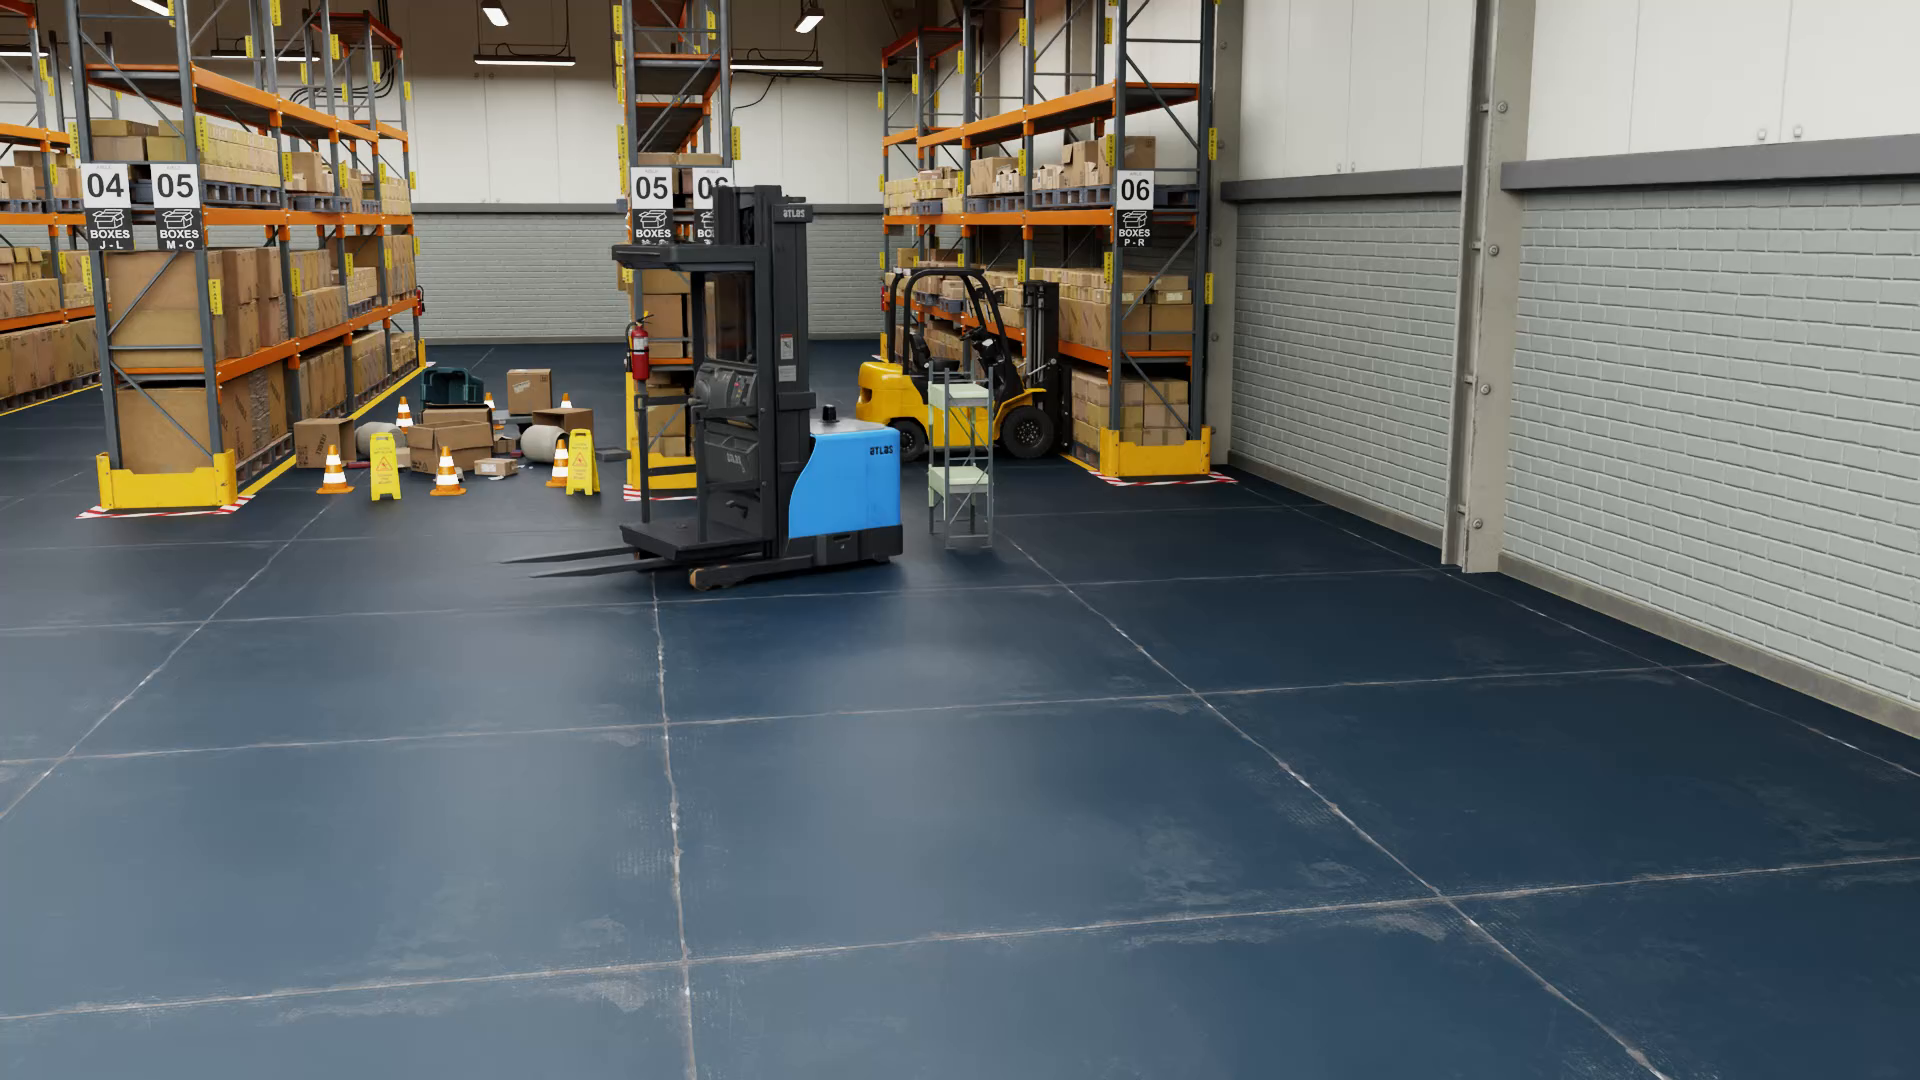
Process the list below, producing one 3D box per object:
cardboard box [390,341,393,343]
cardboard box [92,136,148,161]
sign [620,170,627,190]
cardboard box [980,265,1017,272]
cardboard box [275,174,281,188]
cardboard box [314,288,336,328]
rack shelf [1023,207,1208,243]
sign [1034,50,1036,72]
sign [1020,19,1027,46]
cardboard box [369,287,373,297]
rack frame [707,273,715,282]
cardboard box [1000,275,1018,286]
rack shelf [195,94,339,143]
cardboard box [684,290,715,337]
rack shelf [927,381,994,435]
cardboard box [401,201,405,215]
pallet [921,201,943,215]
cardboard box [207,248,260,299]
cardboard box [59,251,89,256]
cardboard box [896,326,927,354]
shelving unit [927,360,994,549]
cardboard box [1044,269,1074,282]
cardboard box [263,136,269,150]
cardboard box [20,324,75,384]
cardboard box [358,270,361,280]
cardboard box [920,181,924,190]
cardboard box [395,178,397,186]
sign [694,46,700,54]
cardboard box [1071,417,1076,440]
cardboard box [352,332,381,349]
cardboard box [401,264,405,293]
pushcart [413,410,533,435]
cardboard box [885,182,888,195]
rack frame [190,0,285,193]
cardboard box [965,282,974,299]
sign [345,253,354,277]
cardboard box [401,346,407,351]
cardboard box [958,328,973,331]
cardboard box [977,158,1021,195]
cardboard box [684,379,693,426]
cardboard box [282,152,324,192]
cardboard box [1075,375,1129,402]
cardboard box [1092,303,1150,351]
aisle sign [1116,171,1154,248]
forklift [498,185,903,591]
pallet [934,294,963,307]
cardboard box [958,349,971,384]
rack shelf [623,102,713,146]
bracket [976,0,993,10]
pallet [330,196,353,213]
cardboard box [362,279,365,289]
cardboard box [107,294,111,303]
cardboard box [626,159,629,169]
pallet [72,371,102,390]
[{"bbox_3d":[-9.964,-3.335,28.608,0.380,0.149,0.250,-2,11,-12],"label":"cardboard box"},{"bbox_3d":[-7.970,-3.702,15.819,0.500,0.250,0.500,-2,11,-10],"label":"cardboard box"},{"bbox_3d":[-4.867,-5.235,24.061,0.100,0.325,0.005,-2,11,-11],"label":"sign"},{"bbox_3d":[0.601,-4.024,25.925,0.500,0.500,0.500,-2,11,-8],"label":"cardboard box"},{"bbox_3d":[-7.994,-4.105,19.002,0.380,0.149,0.250,-2,11,-11],"label":"cardboard box"},{"bbox_3d":[-8.613,-3.082,22.098,0.500,0.500,0.500,-2,11,-12],"label":"cardboard box"},{"bbox_3d":[1.715,-3.688,19.453,1.077,0.370,4.000,-2,11,-11],"label":"rack shelf"},{"bbox_3d":[1.091,-7.173,24.894,0.100,0.325,0.005,-2,11,-11],"label":"sign"},{"bbox_3d":[0.796,-6.358,20.822,0.100,0.325,0.005,-2,11,-11],"label":"sign"},{"bbox_3d":[-9.565,-3.946,26.456,0.380,0.149,0.250,-2,11,-11],"label":"cardboard box"},{"bbox_3d":[-3.543,-2.754,20.641,1.000,3.000,0.127,-2,11,-11],"label":"rack frame"},{"bbox_3d":[0.764,-3.590,23.036,0.380,0.149,0.250,-2,11,-11],"label":"cardboard box"},{"bbox_3d":[-8.768,-5.319,21.069,1.077,0.370,4.000,-2,11,-11],"label":"rack shelf"},{"bbox_3d":[-2.689,-2.407,17.758,0.500,0.500,0.500,-2,11,-9],"label":"cardboard box"},{"bbox_3d":[0.001,-1.119,13.977,0.431,0.370,0.720,-2,11,-11],"label":"rack shelf"},{"bbox_3d":[-10.175,-5.897,29.536,0.500,0.250,0.500,-2,11,-9],"label":"cardboard box"},{"bbox_3d":[0.032,-5.471,27.398,1.213,0.211,1.003,-2,11,-11],"label":"pallet"},{"bbox_3d":[-8.149,-2.890,18.067,0.875,0.550,0.550,-2,11,-11],"label":"cardboard box"},{"bbox_3d":[-14.856,-4.584,27.860,0.500,0.500,0.500,-2,11,-13],"label":"cardboard box"},{"bbox_3d":[-0.854,-3.840,31.912,0.700,0.500,0.500,-2,11,-9],"label":"cardboard box"},{"bbox_3d":[0.001,-0.736,14.050,0.431,1.500,0.755,-2,11,-11],"label":"shelving unit"},{"bbox_3d":[1.244,-3.237,20.385,0.380,0.149,0.250,-2,11,-10],"label":"cardboard box"},{"bbox_3d":[-7.897,-4.404,18.441,0.380,0.149,0.250,-2,11,-11],"label":"cardboard box"},{"bbox_3d":[-14.675,-2.906,26.003,1.225,0.875,0.875,-2,11,-11],"label":"cardboard box"},{"bbox_3d":[-9.358,-4.042,25.371,0.380,0.149,0.250,-2,11,-12],"label":"cardboard box"},{"bbox_3d":[-0.473,-5.989,28.101,0.380,0.149,0.250,-2,11,-12],"label":"cardboard box"},{"bbox_3d":[-10.141,-6.311,29.306,0.380,0.149,0.250,-2,11,-10],"label":"cardboard box"},{"bbox_3d":[-3.790,-6.954,23.953,0.100,0.325,0.005,-2,11,-11],"label":"sign"},{"bbox_3d":[1.526,-1.315,19.314,0.500,0.250,0.500,-2,11,-10],"label":"cardboard box"},{"bbox_3d":[-9.455,-3.147,26.264,0.500,0.250,0.500,-2,11,-8],"label":"cardboard box"},{"bbox_3d":[-10.083,-4.599,29.274,0.500,0.500,0.500,-2,11,-8],"label":"cardboard box"},{"bbox_3d":[-5.769,-1.373,20.403,1.648,0.377,0.936,-6,13,-31],"label":"pushcart"},{"bbox_3d":[-1.168,-6.837,32.340,0.500,0.250,0.500,-2,11,-12],"label":"cardboard box"},{"bbox_3d":[-8.379,-5.502,19.037,1.000,3.000,0.127,-2,11,-11],"label":"rack frame"},{"bbox_3d":[0.370,-3.749,24.936,0.500,0.250,0.500,-2,11,-11],"label":"cardboard box"},{"bbox_3d":[-8.613,-3.878,23.453,0.100,0.325,0.005,-2,11,-11],"label":"sign"},{"bbox_3d":[-10.082,-3.384,29.659,0.380,0.149,0.250,-2,11,-8],"label":"cardboard box"},{"bbox_3d":[0.180,-3.594,28.884,0.380,0.149,0.250,-2,11,-11],"label":"cardboard box"},{"bbox_3d":[0.646,-5.216,23.897,0.700,0.500,0.500,-2,11,-12],"label":"cardboard box"},{"bbox_3d":[-2.761,-1.502,18.290,0.500,0.500,0.500,-3,11,-13],"label":"cardboard box"},{"bbox_3d":[-8.544,-4.758,21.492,0.500,0.500,0.500,-2,11,-11],"label":"cardboard box"},{"bbox_3d":[1.603,-1.714,18.738,0.500,0.250,0.500,-2,11,-10],"label":"cardboard box"},{"bbox_3d":[1.750,-2.331,18.153,0.500,0.500,0.500,-2,11,-12],"label":"cardboard box"},{"bbox_3d":[1.828,-3.455,17.376,0.394,0.787,0.004,-2,11,-11],"label":"aisle sign"},{"bbox_3d":[-1.955,-1.178,12.546,3.031,2.935,1.130,-7,13,-34],"label":"forklift"},{"bbox_3d":[0.165,-3.931,27.339,1.003,0.211,1.213,-2,11,-11],"label":"pallet"},{"bbox_3d":[0.254,-2.716,26.008,0.500,0.500,0.500,-2,11,-9],"label":"cardboard box"},{"bbox_3d":[-3.932,-5.518,22.112,1.077,0.370,4.000,-2,11,-11],"label":"rack shelf"},{"bbox_3d":[0.755,-8.713,26.281,0.076,0.066,4.783,-2,11,-11],"label":"bracket"},{"bbox_3d":[-8.979,-4.553,22.579,1.213,0.211,1.003,-2,11,-8],"label":"pallet"},{"bbox_3d":[-9.403,-3.944,25.648,0.380,0.149,0.250,-2,11,-11],"label":"cardboard box"},{"bbox_3d":[-14.954,-4.182,28.821,0.380,0.149,0.250,-2,11,-11],"label":"cardboard box"},{"bbox_3d":[-3.451,-4.093,18.196,0.380,0.149,0.250,-2,11,-10],"label":"cardboard box"},{"bbox_3d":[-14.891,-2.633,27.465,1.003,0.211,1.213,-2,11,-11],"label":"pallet"}]
